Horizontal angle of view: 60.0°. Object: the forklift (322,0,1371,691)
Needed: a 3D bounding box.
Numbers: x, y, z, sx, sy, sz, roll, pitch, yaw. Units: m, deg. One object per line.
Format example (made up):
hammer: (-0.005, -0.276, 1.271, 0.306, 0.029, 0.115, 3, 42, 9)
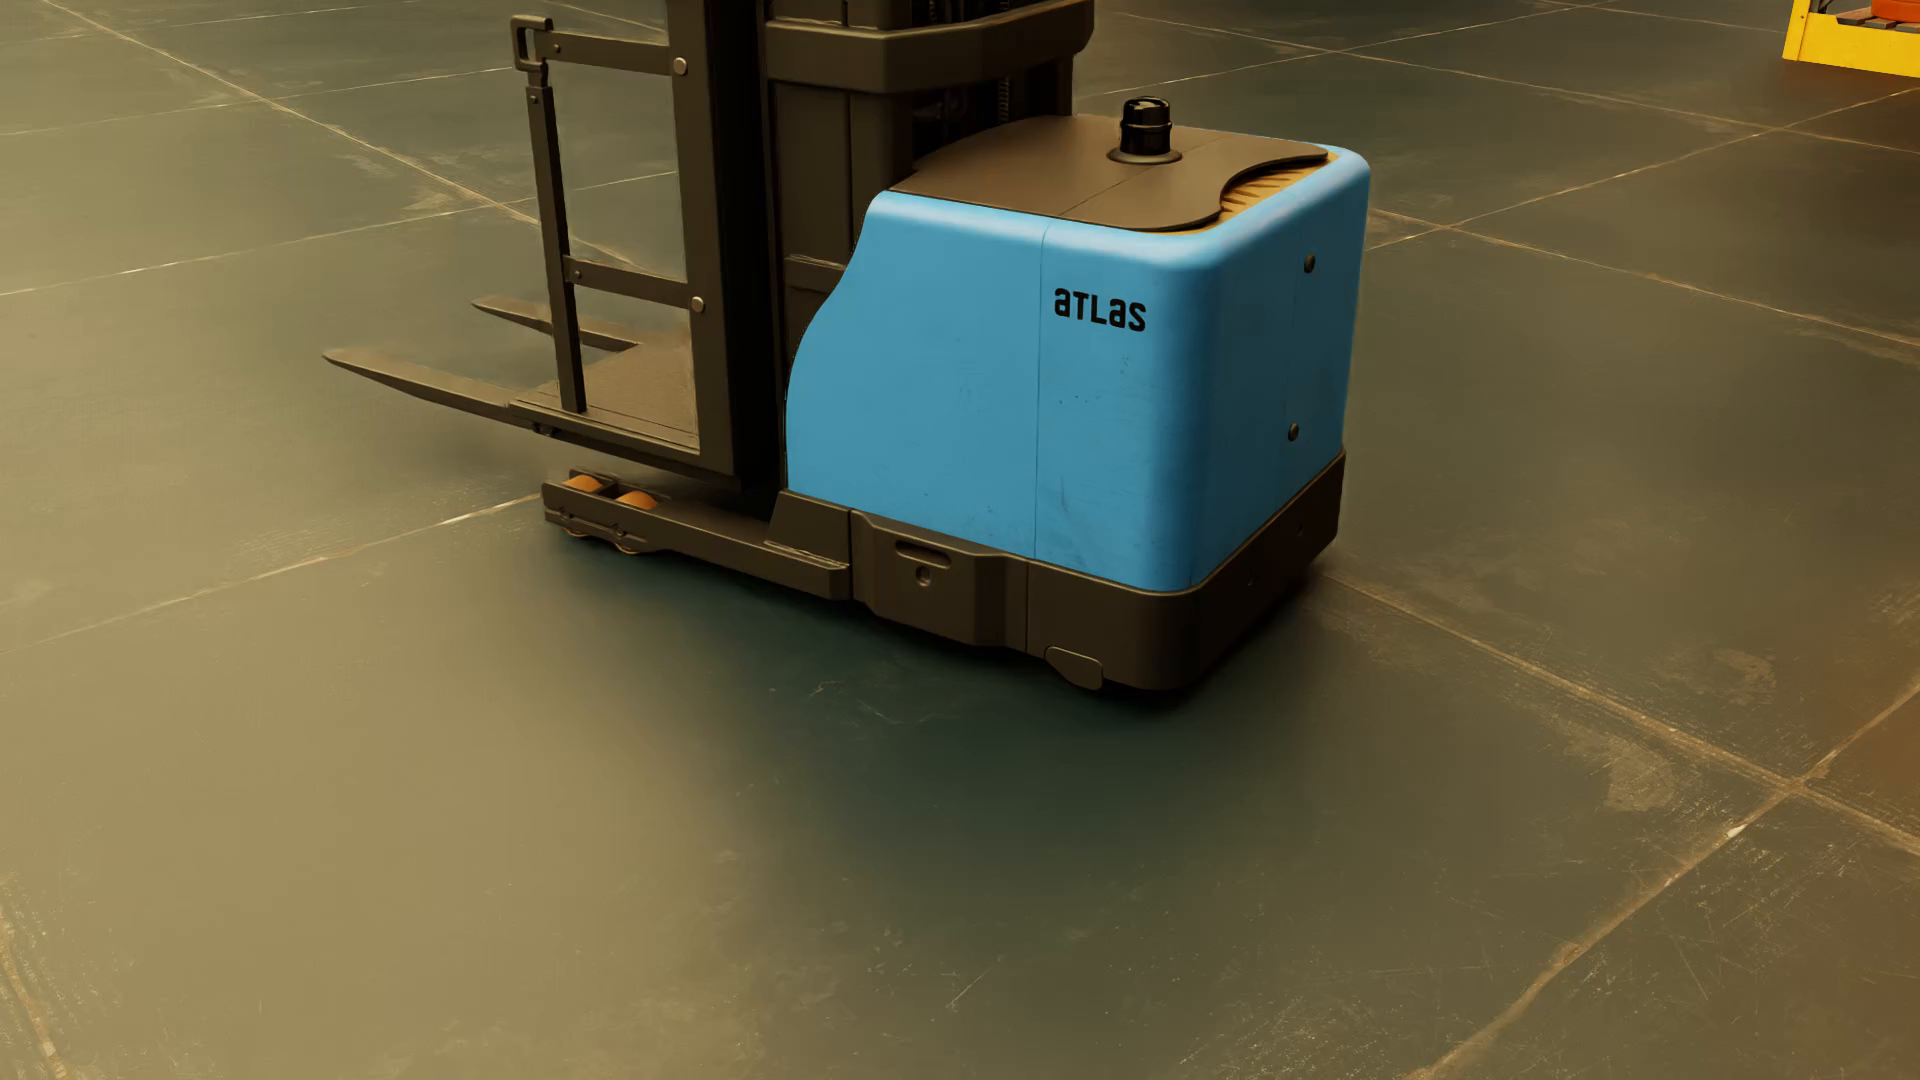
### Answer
forklift: (-0.526, -1.454, 4.135, 3.031, 2.935, 1.130, 16, 30, 29)
